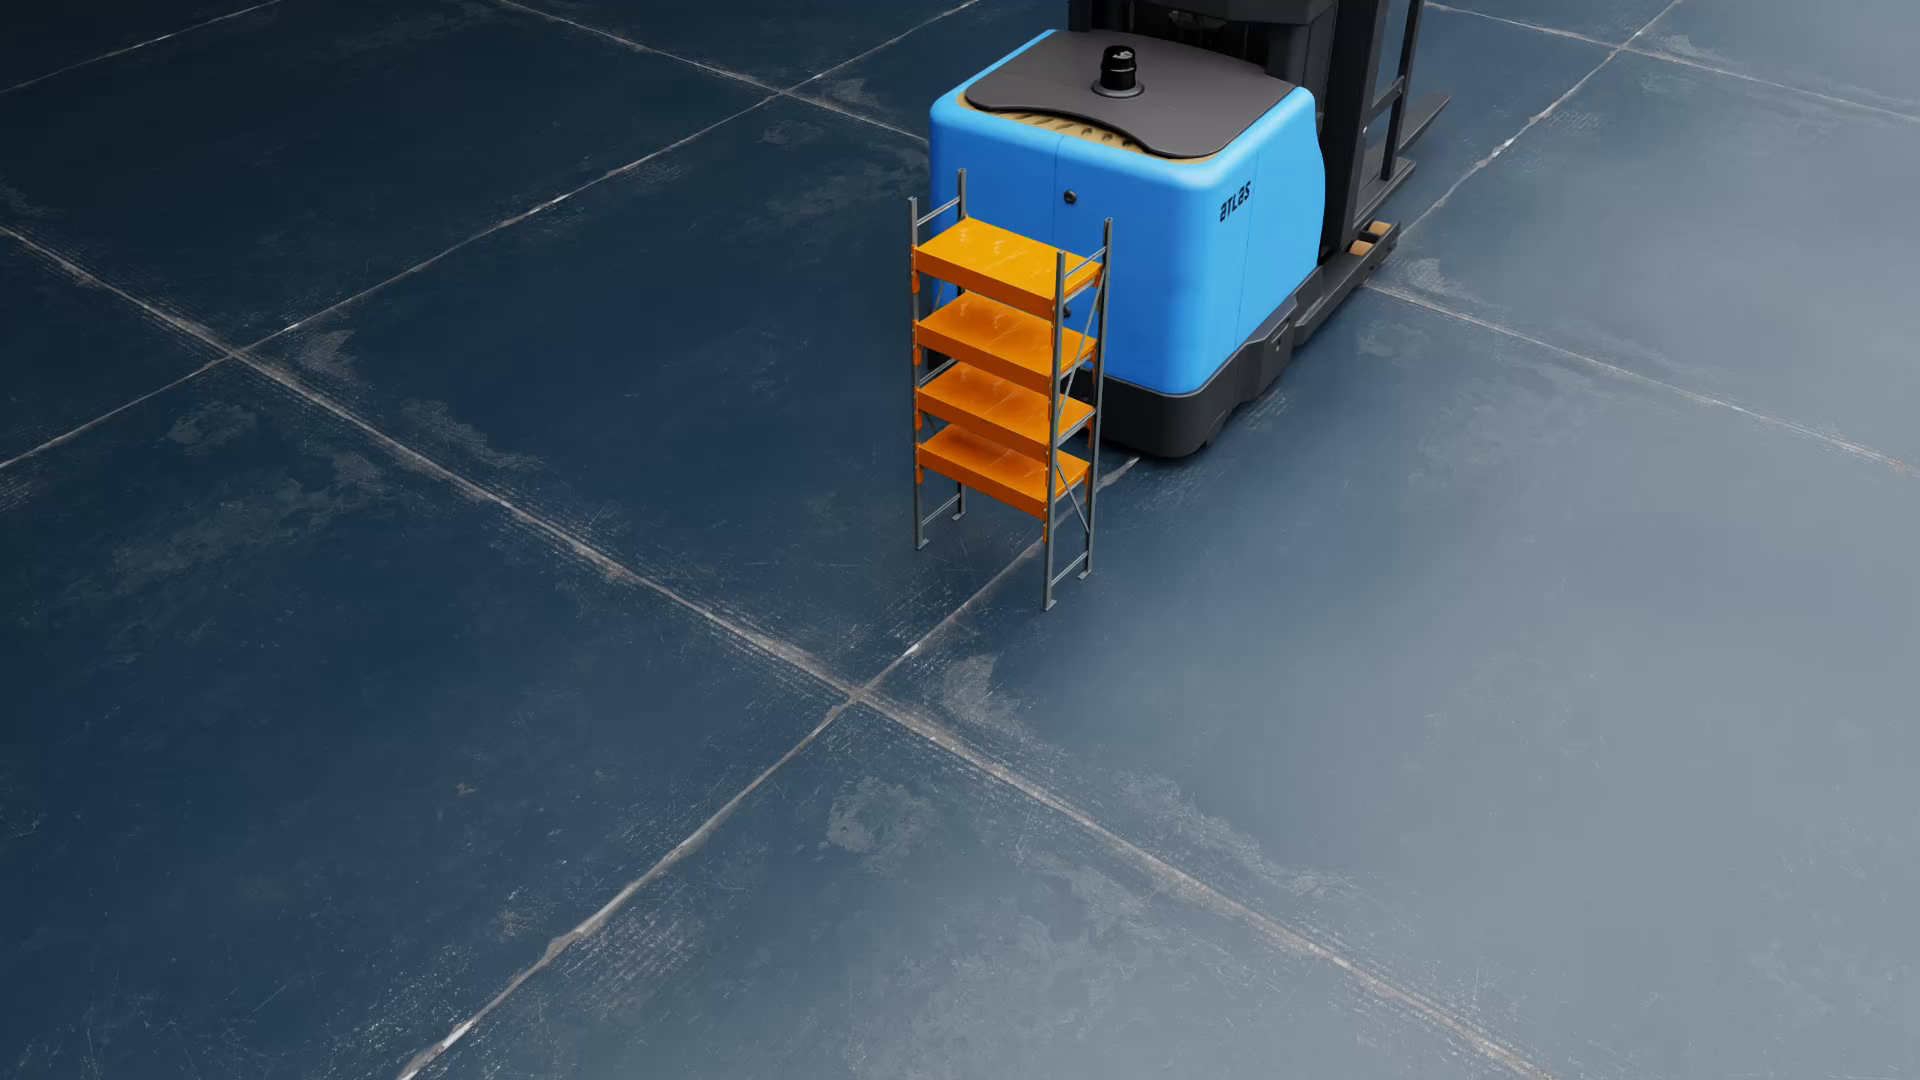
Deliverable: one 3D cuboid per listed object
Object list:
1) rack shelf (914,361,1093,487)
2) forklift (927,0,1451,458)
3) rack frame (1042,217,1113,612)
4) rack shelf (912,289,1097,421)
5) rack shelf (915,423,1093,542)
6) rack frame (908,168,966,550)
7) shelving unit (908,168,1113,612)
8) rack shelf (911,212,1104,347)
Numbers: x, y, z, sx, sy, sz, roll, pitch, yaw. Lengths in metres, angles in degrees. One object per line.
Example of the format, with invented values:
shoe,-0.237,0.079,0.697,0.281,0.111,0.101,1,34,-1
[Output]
rack shelf,0.131,-0.357,4.842,0.480,0.148,0.258,25,45,29
forklift,1.100,-2.303,5.814,1.130,2.935,3.031,21,43,25
rack frame,0.325,-0.319,4.684,0.015,1.200,0.240,25,45,29
rack shelf,0.131,-0.534,4.705,0.480,0.148,0.258,25,45,29
rack shelf,0.131,-0.201,4.965,0.480,0.148,0.258,25,45,29
rack frame,-0.062,-0.502,4.918,0.015,1.200,0.240,25,45,29
shelving unit,0.131,-0.410,4.801,0.503,1.200,0.258,25,45,29
rack shelf,0.131,-0.720,4.559,0.480,0.148,0.258,25,45,29
